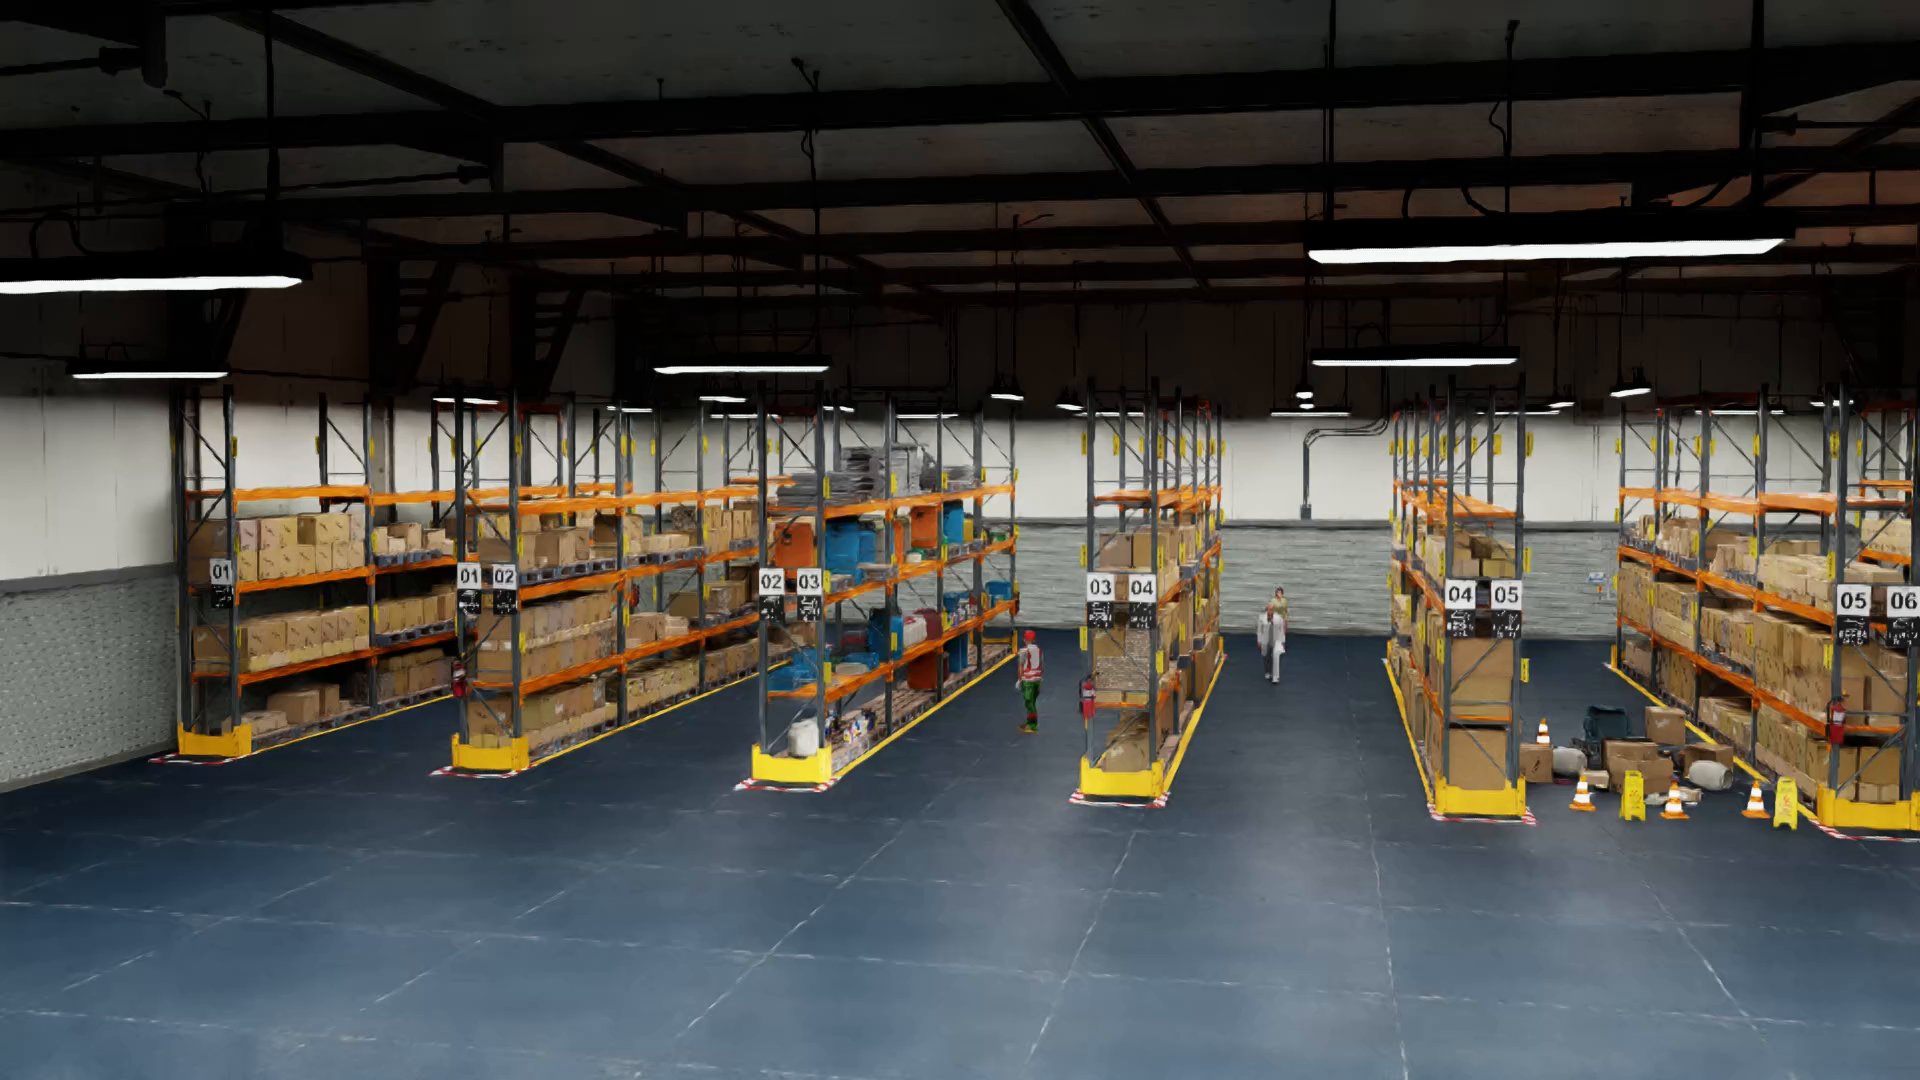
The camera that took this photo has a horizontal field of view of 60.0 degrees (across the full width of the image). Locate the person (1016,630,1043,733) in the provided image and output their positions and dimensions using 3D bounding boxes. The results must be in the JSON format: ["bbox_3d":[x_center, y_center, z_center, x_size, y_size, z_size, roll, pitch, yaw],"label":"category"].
[{"bbox_3d":[1.203,2.460,29.180,0.575,1.785,0.655,3,4,40],"label":"person"}]

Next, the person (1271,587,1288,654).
[{"bbox_3d":[7.733,1.933,40.356,0.448,1.590,1.106,1,3,14],"label":"person"}]

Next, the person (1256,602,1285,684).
[{"bbox_3d":[6.585,2.175,35.284,0.598,1.668,1.194,1,3,14],"label":"person"}]
